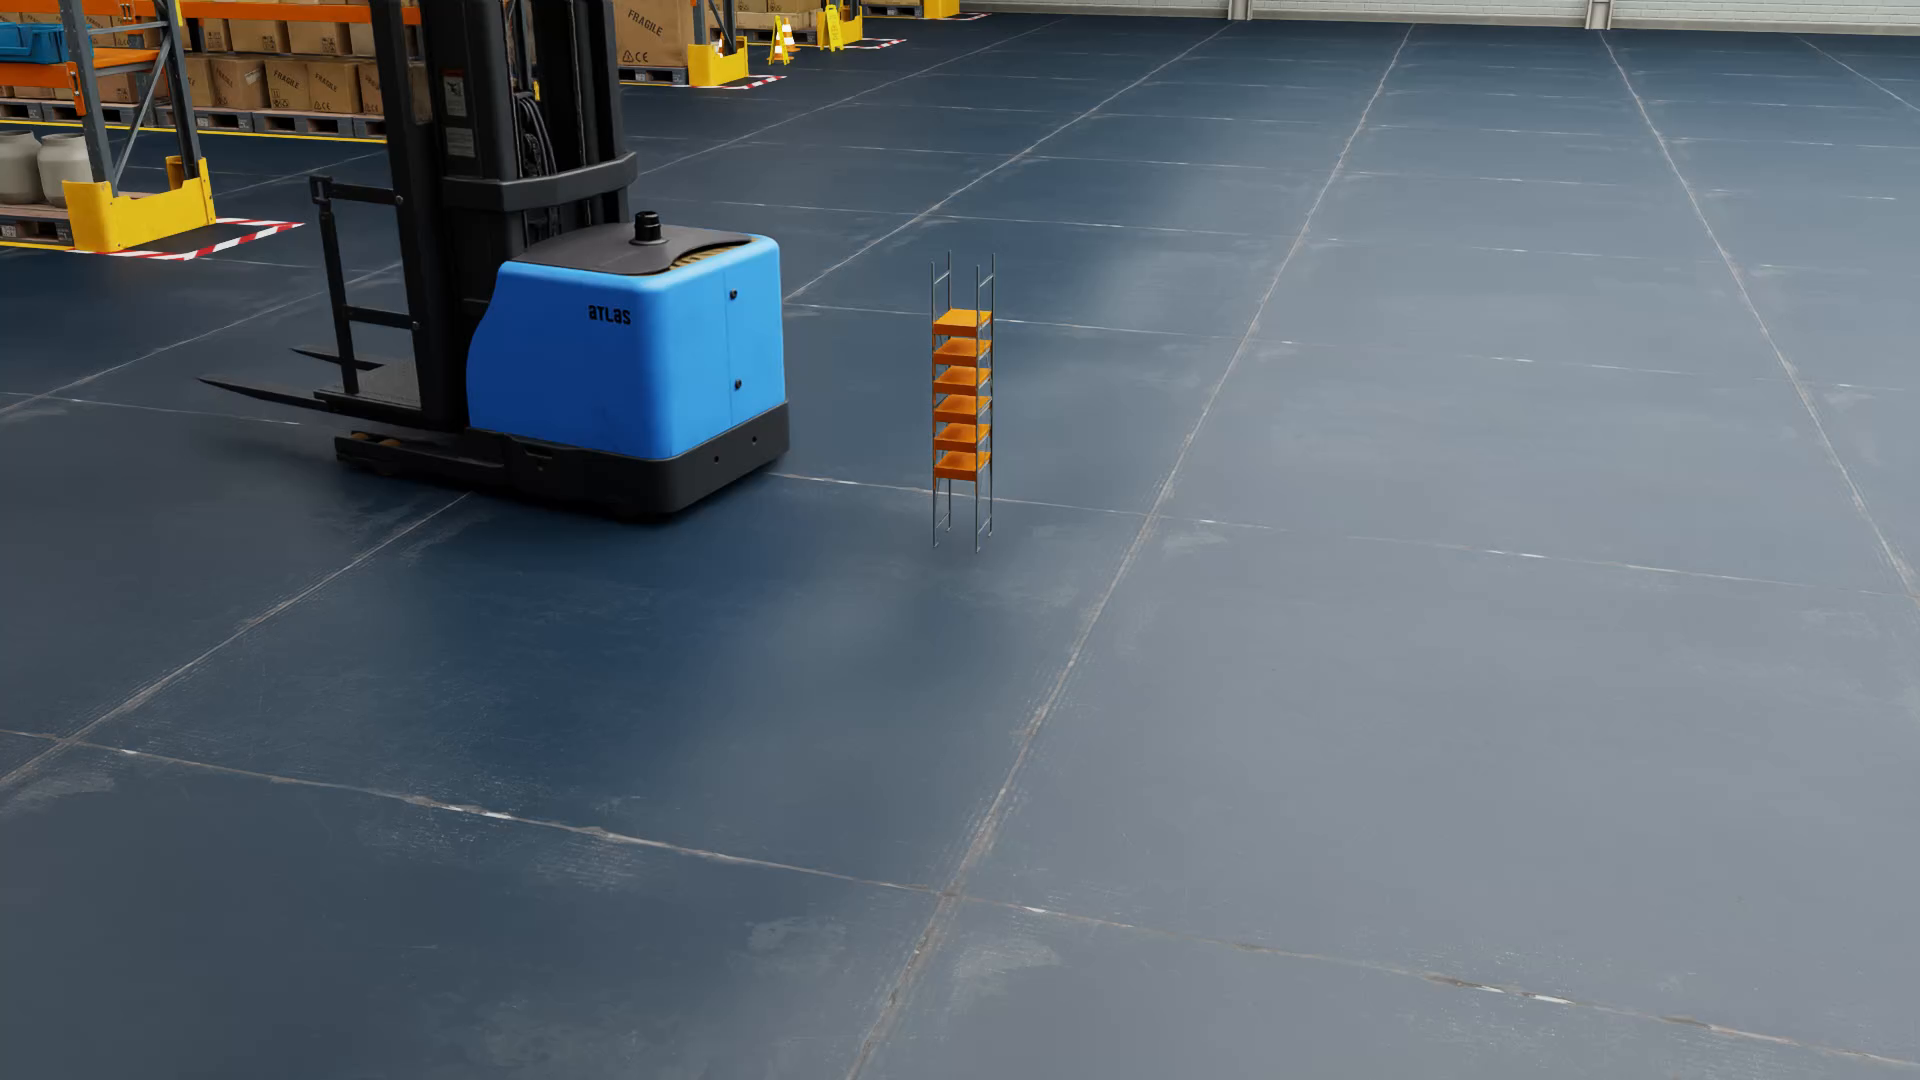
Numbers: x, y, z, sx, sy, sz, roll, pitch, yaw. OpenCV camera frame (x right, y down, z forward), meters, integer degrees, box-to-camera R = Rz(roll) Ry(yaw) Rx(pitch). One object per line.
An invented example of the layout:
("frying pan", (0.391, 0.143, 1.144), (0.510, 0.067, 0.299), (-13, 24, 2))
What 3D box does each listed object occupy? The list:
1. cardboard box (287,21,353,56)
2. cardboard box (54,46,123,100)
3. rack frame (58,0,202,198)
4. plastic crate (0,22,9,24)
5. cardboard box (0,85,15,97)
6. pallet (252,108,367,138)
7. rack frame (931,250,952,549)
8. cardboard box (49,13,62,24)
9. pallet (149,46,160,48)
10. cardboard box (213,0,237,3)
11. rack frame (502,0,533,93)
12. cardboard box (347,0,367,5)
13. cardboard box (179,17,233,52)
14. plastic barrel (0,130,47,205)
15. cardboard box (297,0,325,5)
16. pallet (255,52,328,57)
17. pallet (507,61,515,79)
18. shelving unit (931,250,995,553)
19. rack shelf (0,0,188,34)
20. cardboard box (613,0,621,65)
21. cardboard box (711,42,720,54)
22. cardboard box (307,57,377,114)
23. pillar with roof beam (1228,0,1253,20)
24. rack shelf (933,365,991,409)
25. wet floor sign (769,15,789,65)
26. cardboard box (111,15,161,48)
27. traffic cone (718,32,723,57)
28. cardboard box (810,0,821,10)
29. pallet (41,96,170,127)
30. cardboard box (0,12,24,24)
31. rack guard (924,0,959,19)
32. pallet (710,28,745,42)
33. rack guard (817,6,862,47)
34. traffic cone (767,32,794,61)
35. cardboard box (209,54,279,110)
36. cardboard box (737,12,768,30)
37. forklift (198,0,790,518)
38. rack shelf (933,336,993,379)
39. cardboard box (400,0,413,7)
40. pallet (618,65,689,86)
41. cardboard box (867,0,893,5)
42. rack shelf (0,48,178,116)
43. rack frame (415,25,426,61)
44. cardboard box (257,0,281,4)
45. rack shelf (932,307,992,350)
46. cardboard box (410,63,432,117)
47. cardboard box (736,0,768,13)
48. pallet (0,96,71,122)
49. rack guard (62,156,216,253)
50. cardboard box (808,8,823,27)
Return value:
("cardboard box", (-8.490, -7.035, 22.603), (0.750, 0.750, 1.050), (7, 23, 15))
("cardboard box", (-9.510, -5.129, 18.260), (0.500, 0.500, 0.700), (6, 23, 15))
("rack frame", (-6.078, -3.710, 12.086), (0.127, 3.000, 1.000), (7, 23, 16))
("plastic crate", (-7.264, -3.661, 12.161), (0.408, 0.251, 0.499), (7, 23, 16))
("cardboard box", (-10.580, -5.252, 18.558), (0.500, 0.500, 0.700), (9, 24, 20))
("pallet", (-6.652, -4.464, 17.598), (1.213, 0.211, 1.003), (7, 23, 16))
("rack frame", (-0.074, -0.564, 6.787), (0.006, 1.200, 0.240), (7, 23, 15))
("cardboard box", (-12.489, -7.303, 23.585), (0.500, 0.500, 0.500), (5, 23, 13))
("pallet", (-11.525, -6.974, 23.716), (1.213, 0.211, 1.003), (7, 23, 16))
("cardboard box", (-7.406, -5.583, 16.983), (0.250, 0.149, 0.380), (7, 23, 16))
("rack frame", (-4.647, -5.509, 16.473), (0.127, 3.000, 1.000), (7, 23, 16))
("cardboard box", (-5.936, -5.461, 16.686), (0.250, 0.149, 0.380), (7, 23, 16))
("cardboard box", (-10.220, -7.232, 23.082), (0.750, 0.750, 1.050), (6, 23, 15))
("plastic barrel", (-7.210, -2.853, 12.720), (0.421, 0.512, 0.421), (0, 22, 0))
("cardboard box", (-6.446, -5.476, 16.721), (0.250, 0.149, 0.380), (7, 23, 16))
("pallet", (-8.880, -6.639, 22.901), (1.213, 0.211, 1.003), (7, 23, 16))
("pallet", (-6.242, -6.337, 22.165), (1.213, 0.211, 1.003), (7, 23, 15))
("shelving unit", (0.014, -0.554, 6.762), (0.189, 1.200, 0.258), (7, 23, 15))
("rack shelf", (-10.392, -5.834, 18.213), (4.000, 0.370, 1.077), (7, 23, 16))
("cardboard box", (-4.629, -6.658, 21.518), (0.875, 0.875, 0.875), (6, 23, 15))
("cardboard box", (-3.623, -7.201, 24.352), (0.380, 0.149, 0.250), (-20, 29, -39))
("cardboard box", (-6.417, -4.750, 17.363), (0.500, 0.500, 0.500), (9, 24, 20))
("pillar with roof beam", (3.740, -11.871, 24.077), (0.400, 9.000, 9.100), (7, 23, 16))
("rack shelf", (0.014, -0.623, 6.733), (0.180, 0.103, 0.258), (7, 23, 15))
("wet floor sign", (-2.518, -6.927, 23.032), (0.232, 0.644, 0.267), (3, 22, 6))
("cardboard box", (-11.483, -7.192, 23.316), (0.500, 0.500, 0.500), (6, 23, 15))
("traffic cone", (-3.216, -6.701, 22.720), (0.334, 0.463, 0.336), (7, 23, 16))
("cardboard box", (-2.500, -8.570, 26.017), (0.500, 0.500, 0.500), (6, 23, 14))
("pallet", (-9.223, -4.743, 18.278), (1.213, 0.211, 1.003), (7, 23, 16))
("cardboard box", (-13.469, -7.419, 23.868), (0.500, 0.500, 0.500), (8, 24, 18))
("rack guard", (-0.332, -9.755, 30.116), (0.348, 0.500, 1.175), (7, 23, 16))
("pallet", (-3.789, -8.065, 26.376), (1.213, 0.211, 1.003), (7, 23, 16))
("rack guard", (-1.858, -7.962, 25.745), (0.348, 0.500, 1.175), (7, 23, 16))
("traffic cone", (-2.564, -7.074, 23.630), (0.334, 0.463, 0.336), (7, 23, 16))
("cardboard box", (-7.555, -4.867, 17.648), (0.500, 0.500, 0.500), (15, 27, 32))
("cardboard box", (-3.130, -8.083, 25.816), (0.500, 0.250, 0.500), (7, 23, 16))
("forklift", (-2.354, -1.823, 7.575), (3.031, 2.935, 1.130), (11, 25, 25))
("rack shelf", (0.014, -0.734, 6.688), (0.180, 0.103, 0.258), (7, 23, 15))
("cardboard box", (-5.473, -5.386, 16.502), (0.250, 0.149, 0.380), (7, 23, 16))
("pallet", (-3.906, -6.070, 21.513), (1.213, 0.211, 1.003), (7, 23, 15))
("cardboard box", (-1.369, -9.831, 30.077), (0.500, 0.250, 0.500), (7, 23, 15))
("rack shelf", (-7.993, -3.596, 12.757), (4.000, 0.370, 1.077), (7, 23, 16))
("rack frame", (-6.947, -7.739, 21.908), (0.127, 3.000, 1.000), (7, 23, 16))
("cardboard box", (-6.918, -5.539, 16.876), (0.250, 0.149, 0.380), (7, 23, 16))
("rack shelf", (0.014, -0.845, 6.642), (0.180, 0.103, 0.258), (7, 23, 15))
("cardboard box", (-5.240, -4.622, 17.049), (0.500, 0.500, 0.500), (11, 25, 25))
("cardboard box", (-3.128, -8.428, 25.670), (0.500, 0.500, 0.500), (7, 23, 17))
("pallet", (-10.394, -4.876, 18.602), (1.213, 0.211, 1.003), (7, 23, 16))
("rack guard", (-6.164, -2.545, 12.539), (0.348, 0.500, 1.175), (7, 23, 16))
("cardboard box", (-2.477, -8.221, 26.153), (0.500, 0.250, 0.500), (6, 23, 15))
